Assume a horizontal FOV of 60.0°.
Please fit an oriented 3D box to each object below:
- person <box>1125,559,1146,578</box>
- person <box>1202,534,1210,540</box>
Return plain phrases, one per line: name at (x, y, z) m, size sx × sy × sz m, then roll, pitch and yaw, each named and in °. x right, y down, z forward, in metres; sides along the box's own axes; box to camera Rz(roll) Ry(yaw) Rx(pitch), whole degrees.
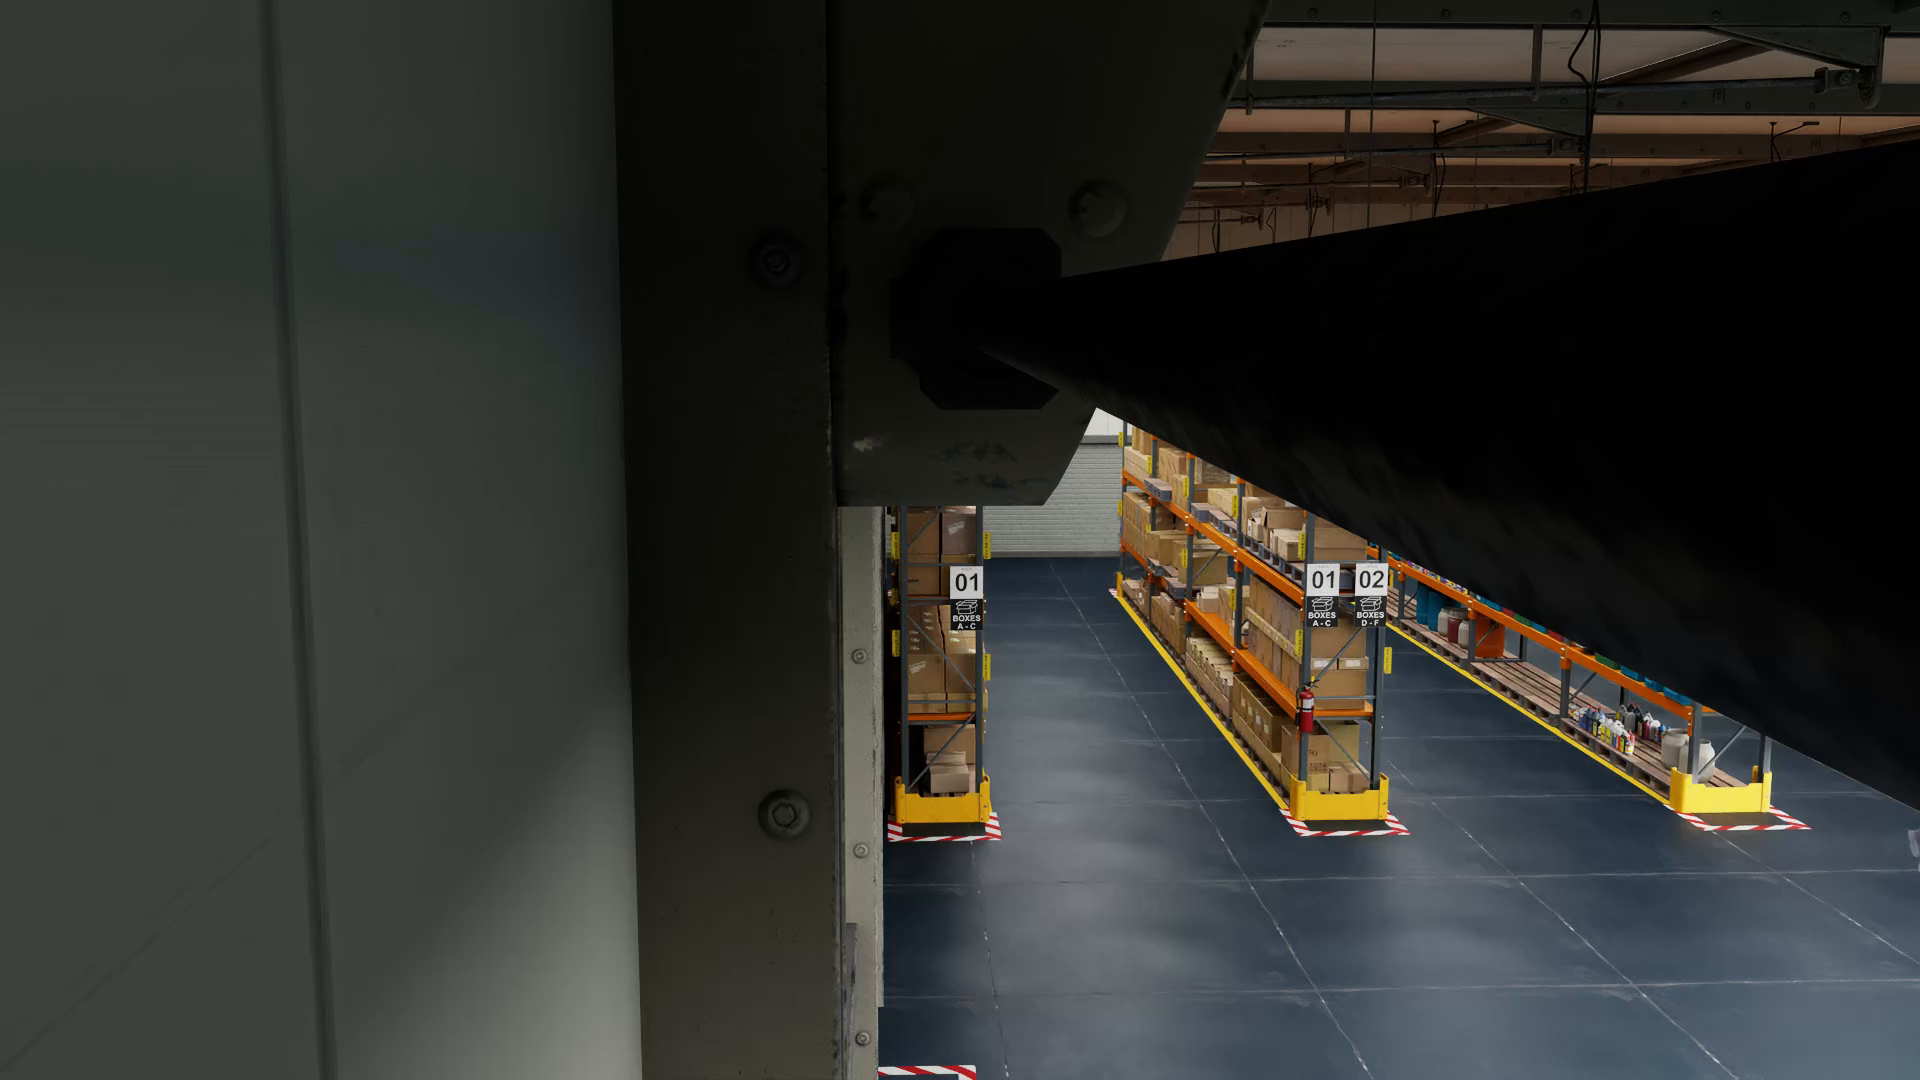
person at (4.011, 0.247, 37.624) m, size 0.743 × 1.627 × 0.613 m, roll -1°, pitch 8°, yaw -5°
person at (5.393, 0.325, 36.798) m, size 0.733 × 1.764 × 0.736 m, roll -6°, pitch 10°, yaw -36°
